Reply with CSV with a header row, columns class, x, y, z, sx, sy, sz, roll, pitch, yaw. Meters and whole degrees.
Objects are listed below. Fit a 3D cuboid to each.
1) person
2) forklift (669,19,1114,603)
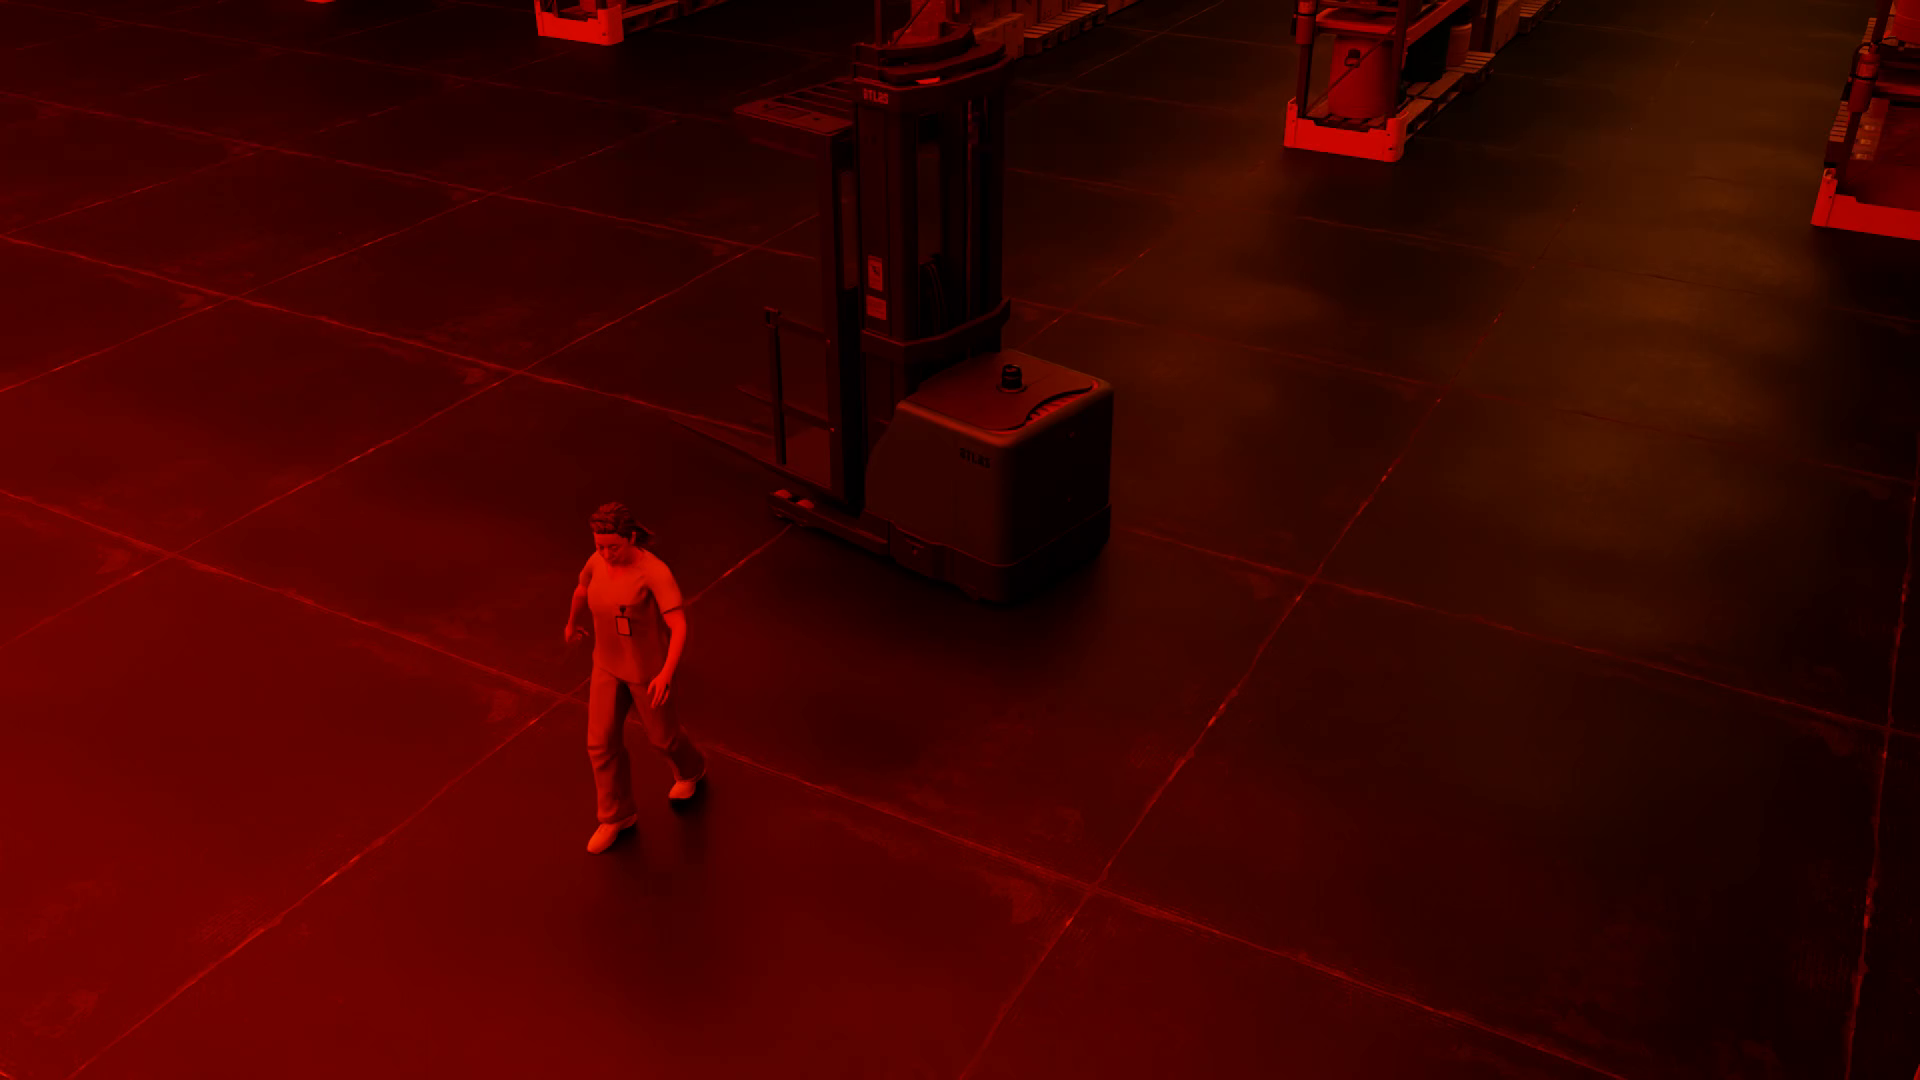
class,x,y,z,sx,sy,sz,roll,pitch,yaw
person,-1.478,0.567,7.380,0.846,1.658,0.734,13,32,21
forklift,-0.560,-1.525,9.713,3.031,2.935,1.130,23,37,34
